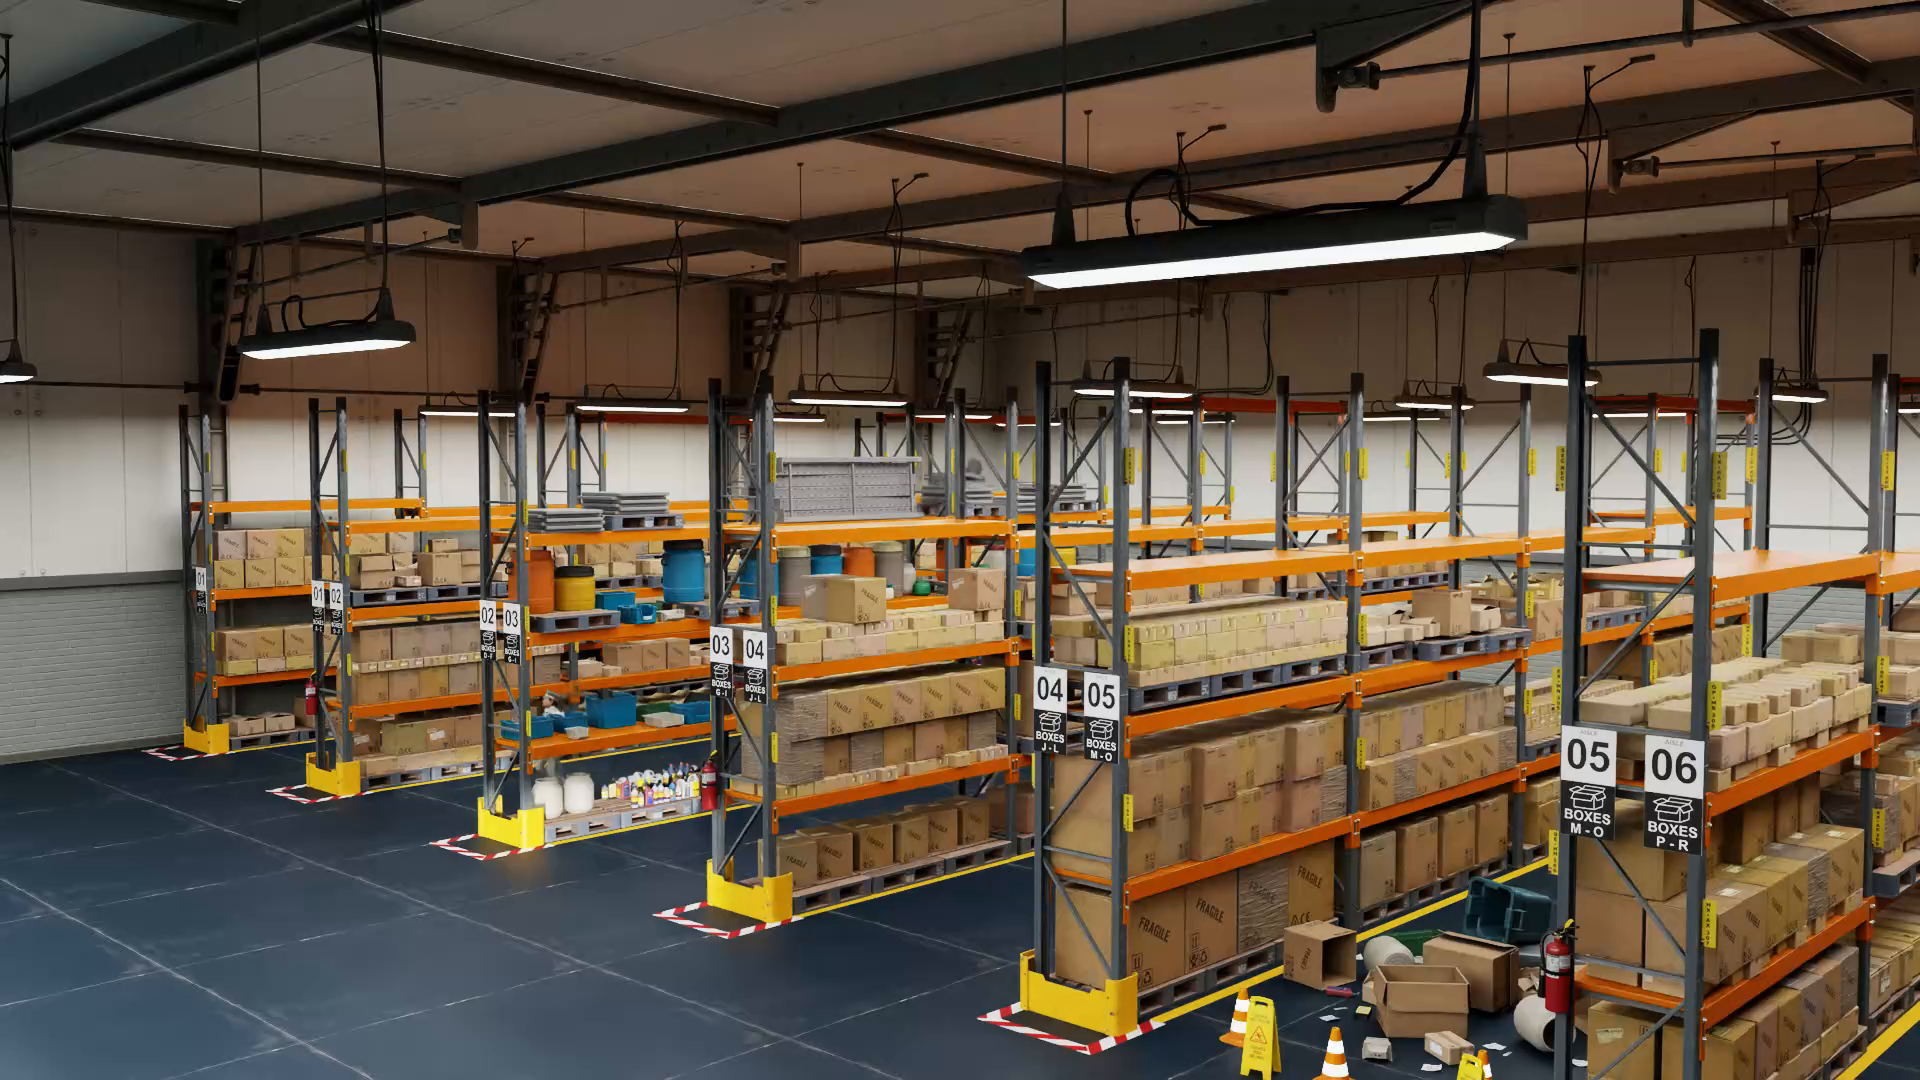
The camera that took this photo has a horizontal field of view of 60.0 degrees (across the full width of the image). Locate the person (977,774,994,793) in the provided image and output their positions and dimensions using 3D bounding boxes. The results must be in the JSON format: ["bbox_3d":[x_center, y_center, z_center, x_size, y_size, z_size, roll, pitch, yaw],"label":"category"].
[{"bbox_3d":[0.391,2.966,25.283,0.698,1.747,0.668,3,4,43],"label":"person"}]

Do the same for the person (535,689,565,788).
[{"bbox_3d":[-6.075,3.040,24.646,0.555,1.661,0.602,-2,4,-37],"label":"person"}]
